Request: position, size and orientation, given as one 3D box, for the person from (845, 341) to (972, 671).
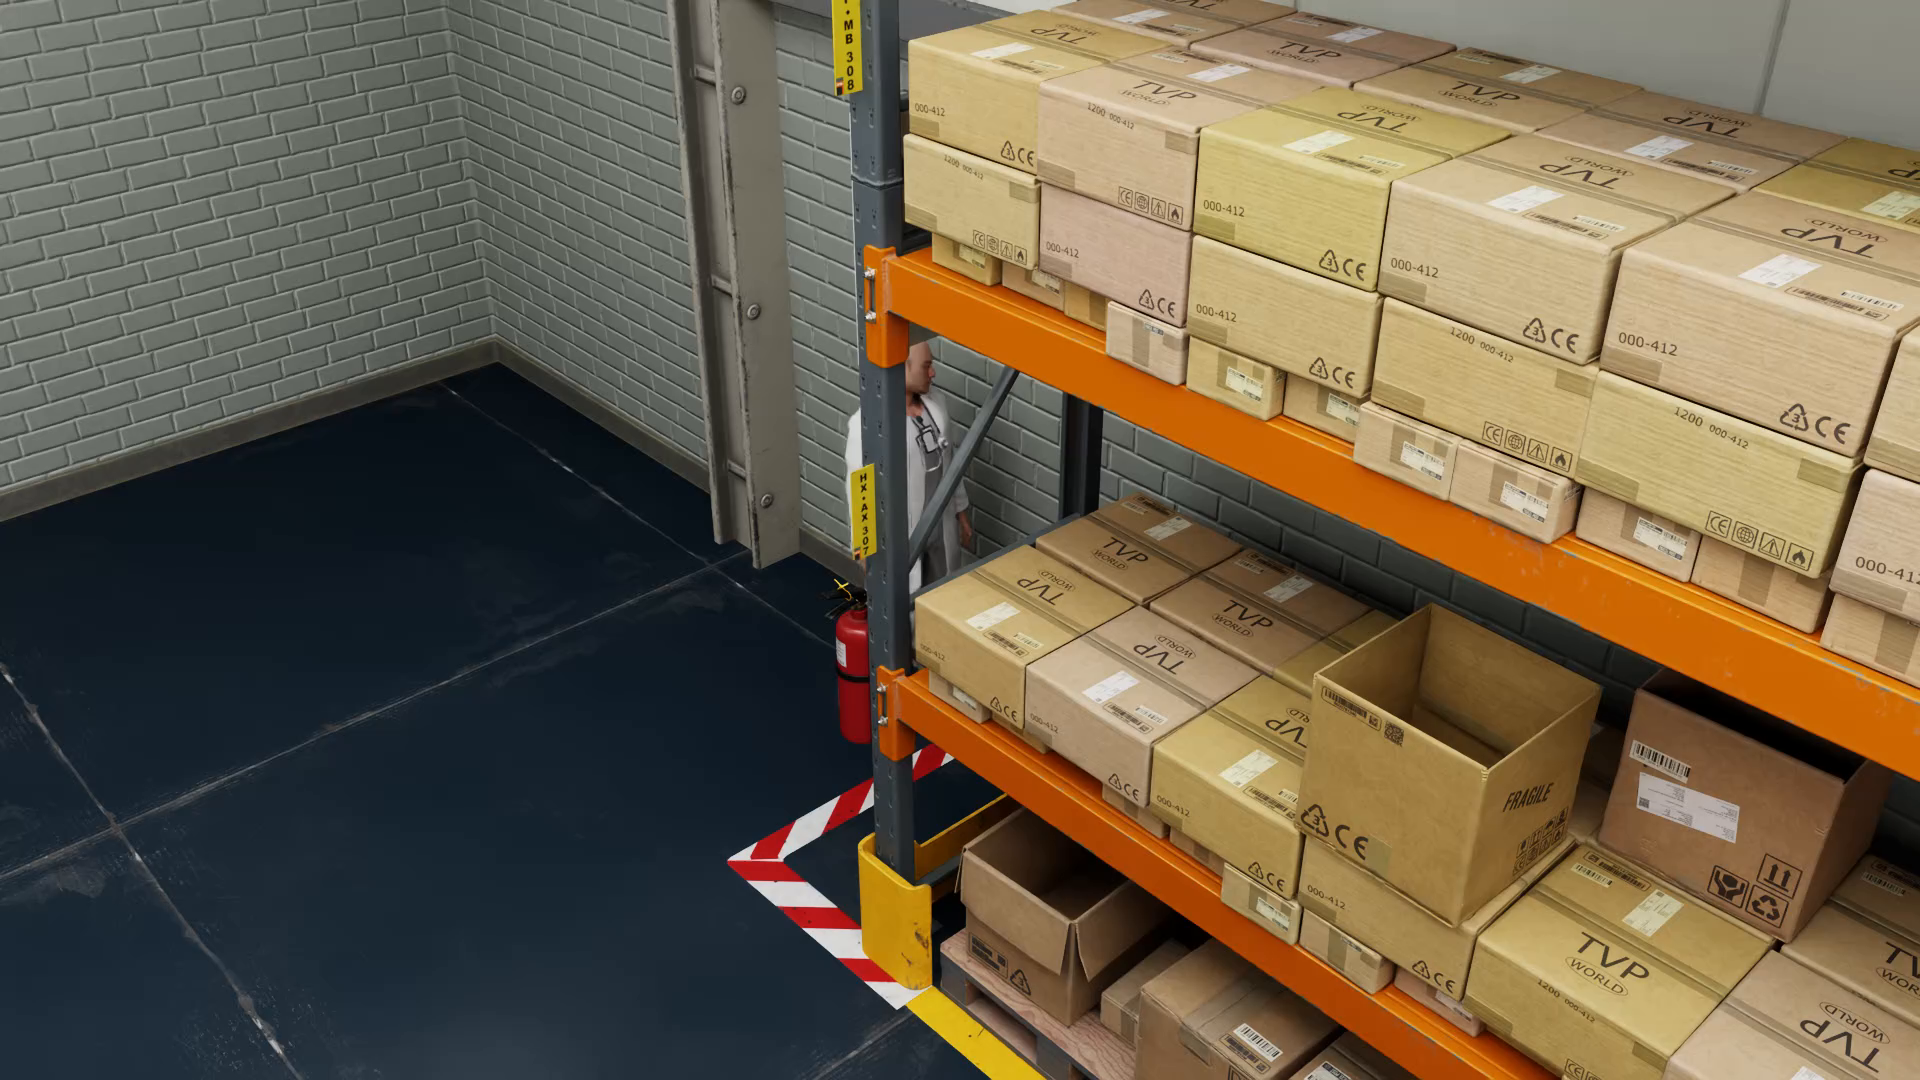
[{"bbox_3d":[-0.222,-0.030,7.180,0.675,1.769,0.469,-27,40,-36],"label":"person"}]
